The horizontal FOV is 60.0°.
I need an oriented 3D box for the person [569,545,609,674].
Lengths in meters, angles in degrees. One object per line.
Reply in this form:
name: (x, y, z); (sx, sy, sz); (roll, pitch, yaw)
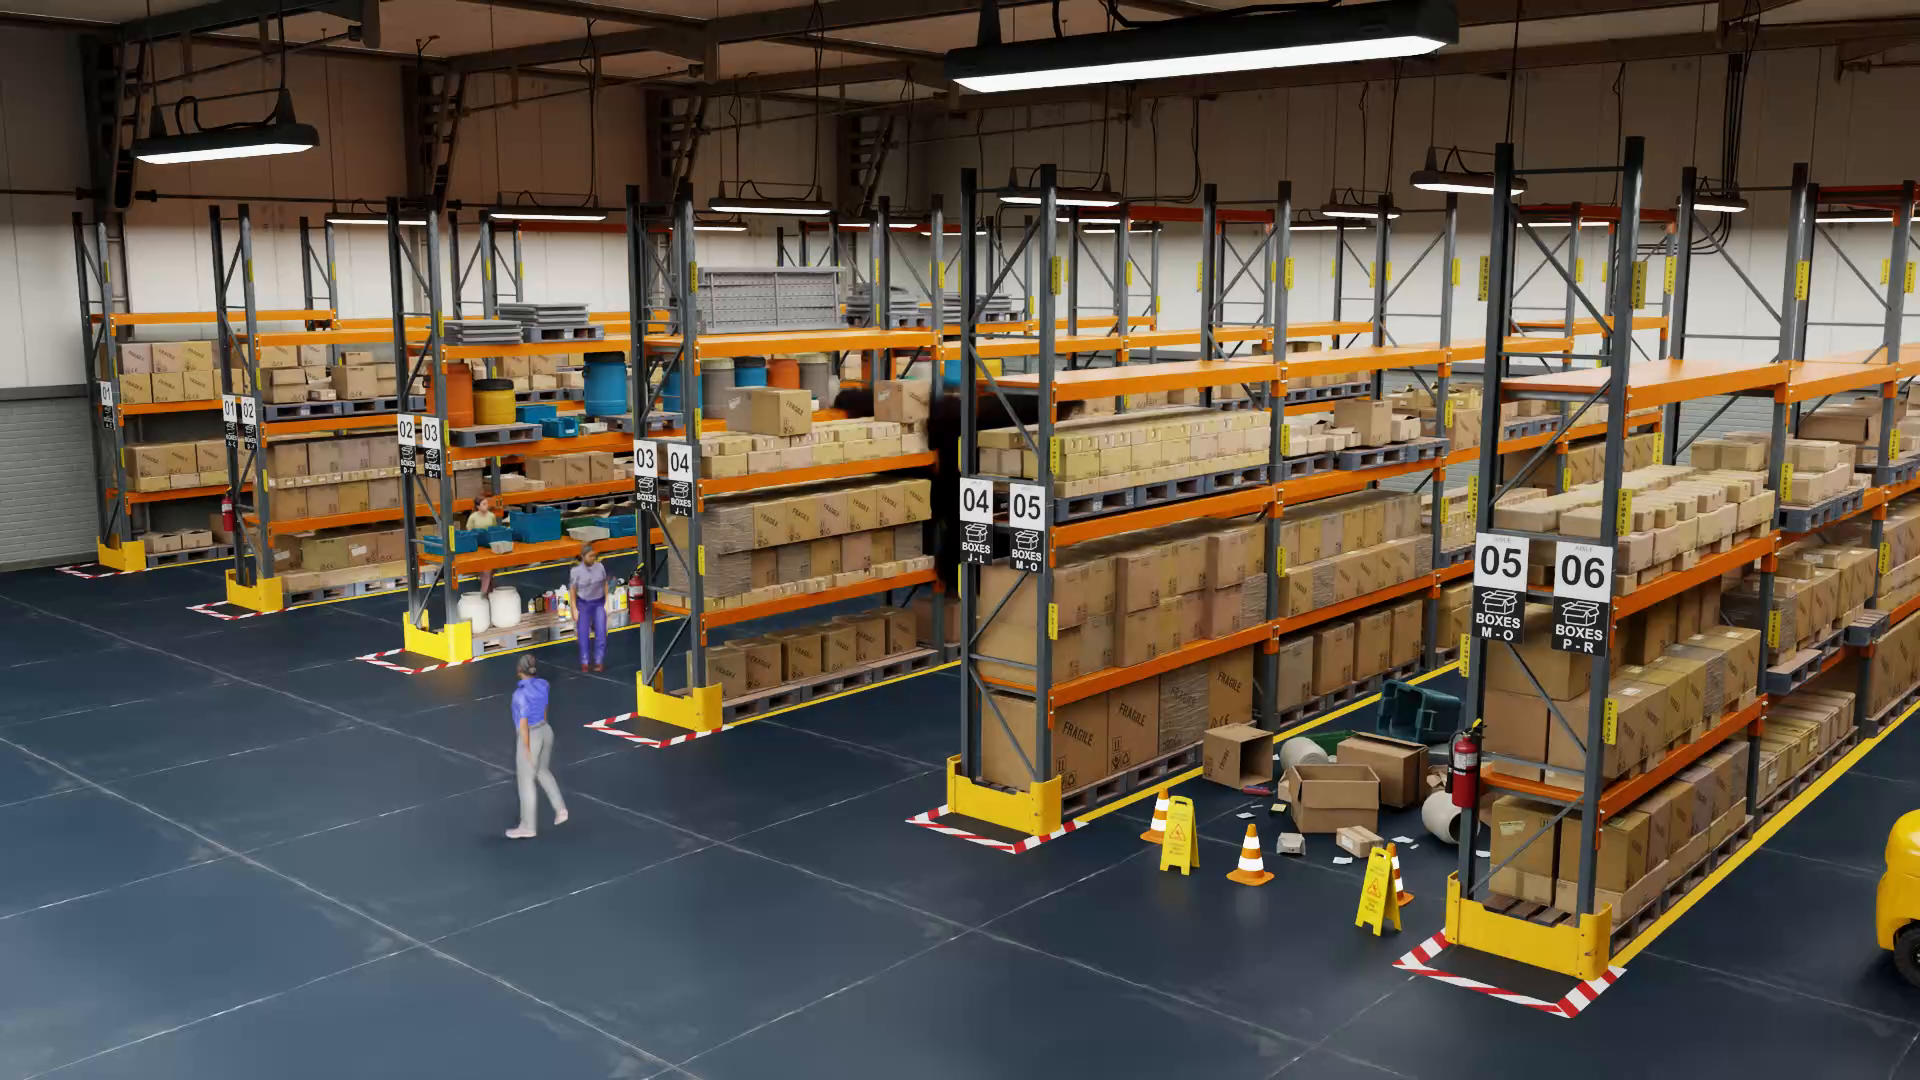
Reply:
person: (-4.716, 0.867, 21.171); (0.509, 1.658, 0.390); (-5, 11, -29)

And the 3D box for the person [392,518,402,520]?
person: (-9.647, -0.413, 28.719); (0.482, 1.684, 0.430); (-3, 10, -17)

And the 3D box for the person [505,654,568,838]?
person: (-3.851, 1.859, 15.117); (0.404, 1.663, 0.564); (4, 10, 23)

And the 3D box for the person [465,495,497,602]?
person: (-7.333, 0.139, 25.493); (0.448, 1.670, 0.608); (-1, 10, -5)
